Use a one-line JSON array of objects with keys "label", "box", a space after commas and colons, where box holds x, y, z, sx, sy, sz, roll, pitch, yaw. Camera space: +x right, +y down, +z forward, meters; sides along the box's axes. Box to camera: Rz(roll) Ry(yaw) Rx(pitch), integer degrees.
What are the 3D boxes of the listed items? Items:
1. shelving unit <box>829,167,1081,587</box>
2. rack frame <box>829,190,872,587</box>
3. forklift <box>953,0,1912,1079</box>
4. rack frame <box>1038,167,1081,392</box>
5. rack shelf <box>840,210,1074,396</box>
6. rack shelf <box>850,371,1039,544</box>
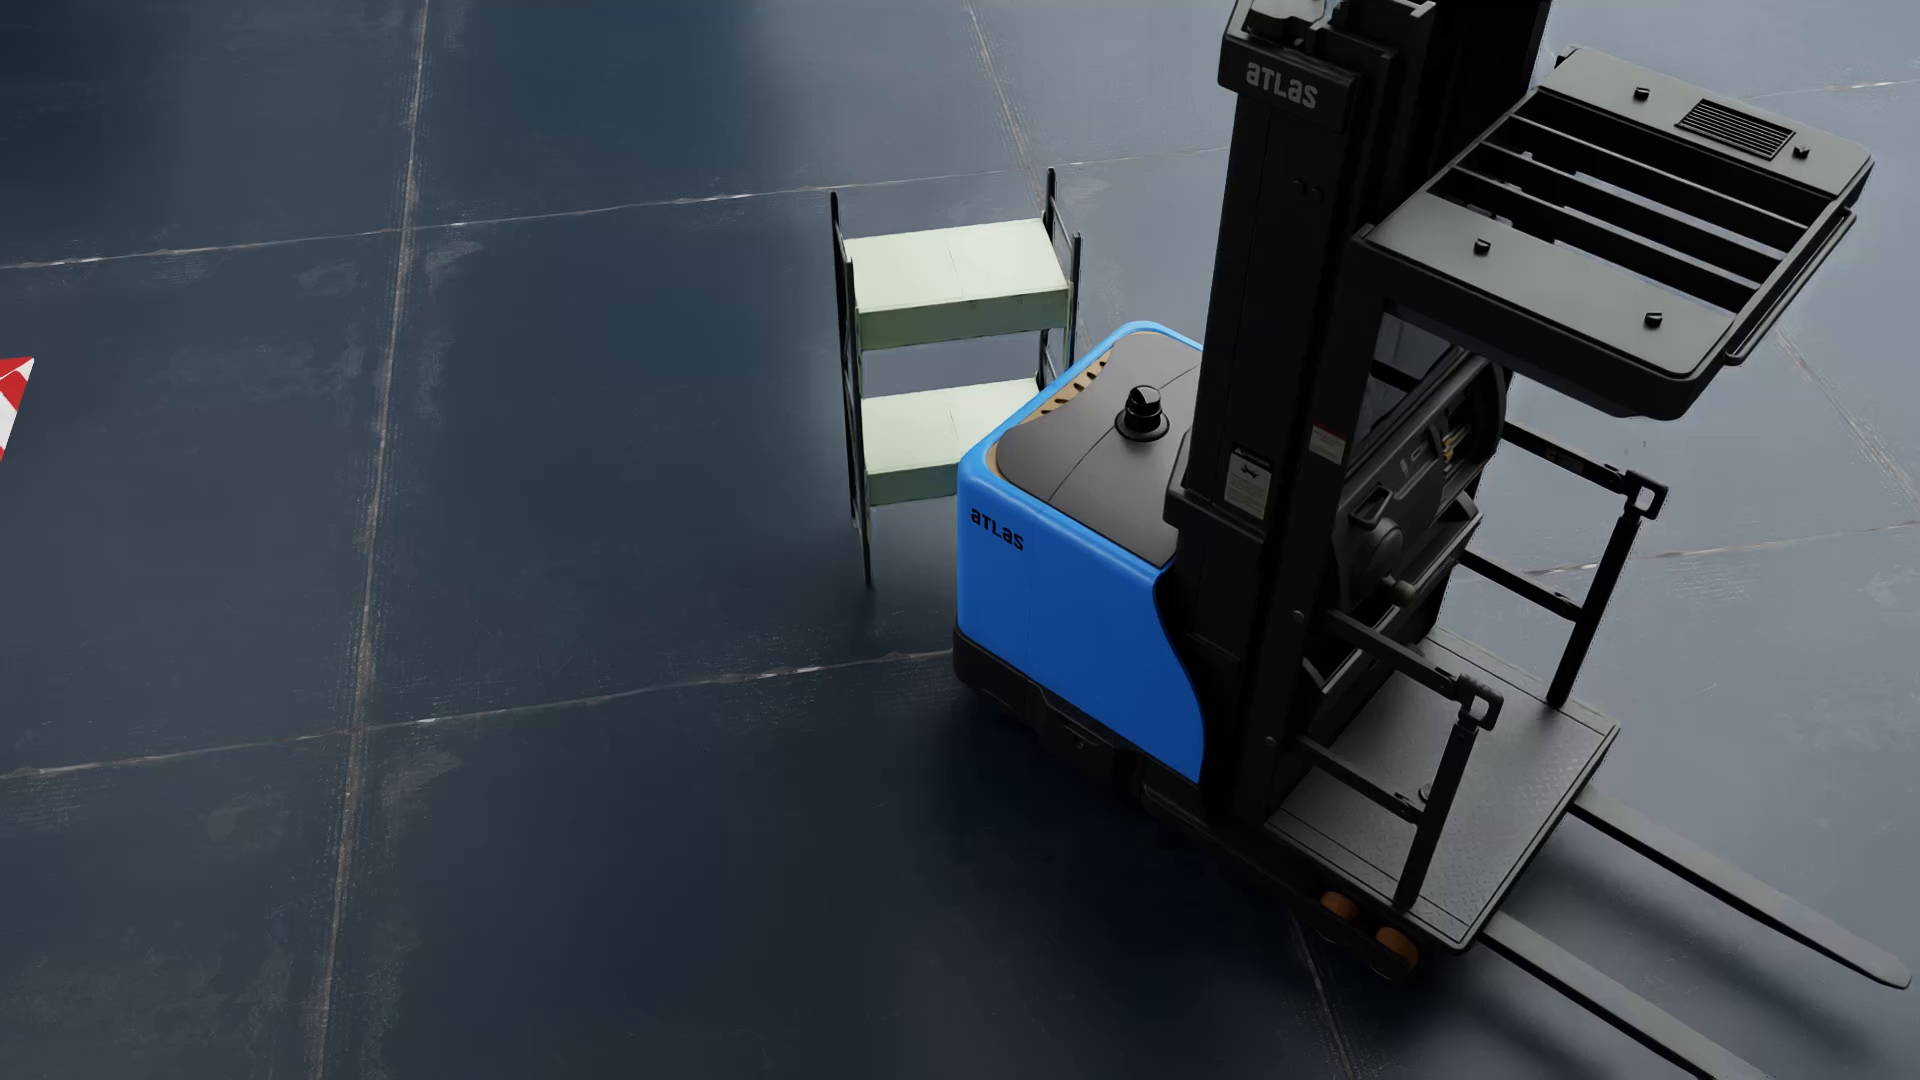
[{"label": "shelving unit", "box": [-0.021, -0.533, 5.906, 0.755, 1.500, 0.431, -8, 47, -7]}, {"label": "rack frame", "box": [-0.381, -0.484, 5.859, 0.023, 1.500, 0.400, -8, 47, -7]}, {"label": "forklift", "box": [1.428, -0.099, 4.494, 3.031, 2.935, 1.130, 31, 54, 27]}, {"label": "rack frame", "box": [0.338, -0.583, 5.954, 0.023, 1.500, 0.400, -8, 47, -7]}, {"label": "rack shelf", "box": [-0.021, -0.804, 5.625, 0.720, 0.370, 0.431, -8, 47, -7]}, {"label": "rack shelf", "box": [-0.021, -0.307, 6.141, 0.720, 0.370, 0.431, -8, 47, -7]}]
